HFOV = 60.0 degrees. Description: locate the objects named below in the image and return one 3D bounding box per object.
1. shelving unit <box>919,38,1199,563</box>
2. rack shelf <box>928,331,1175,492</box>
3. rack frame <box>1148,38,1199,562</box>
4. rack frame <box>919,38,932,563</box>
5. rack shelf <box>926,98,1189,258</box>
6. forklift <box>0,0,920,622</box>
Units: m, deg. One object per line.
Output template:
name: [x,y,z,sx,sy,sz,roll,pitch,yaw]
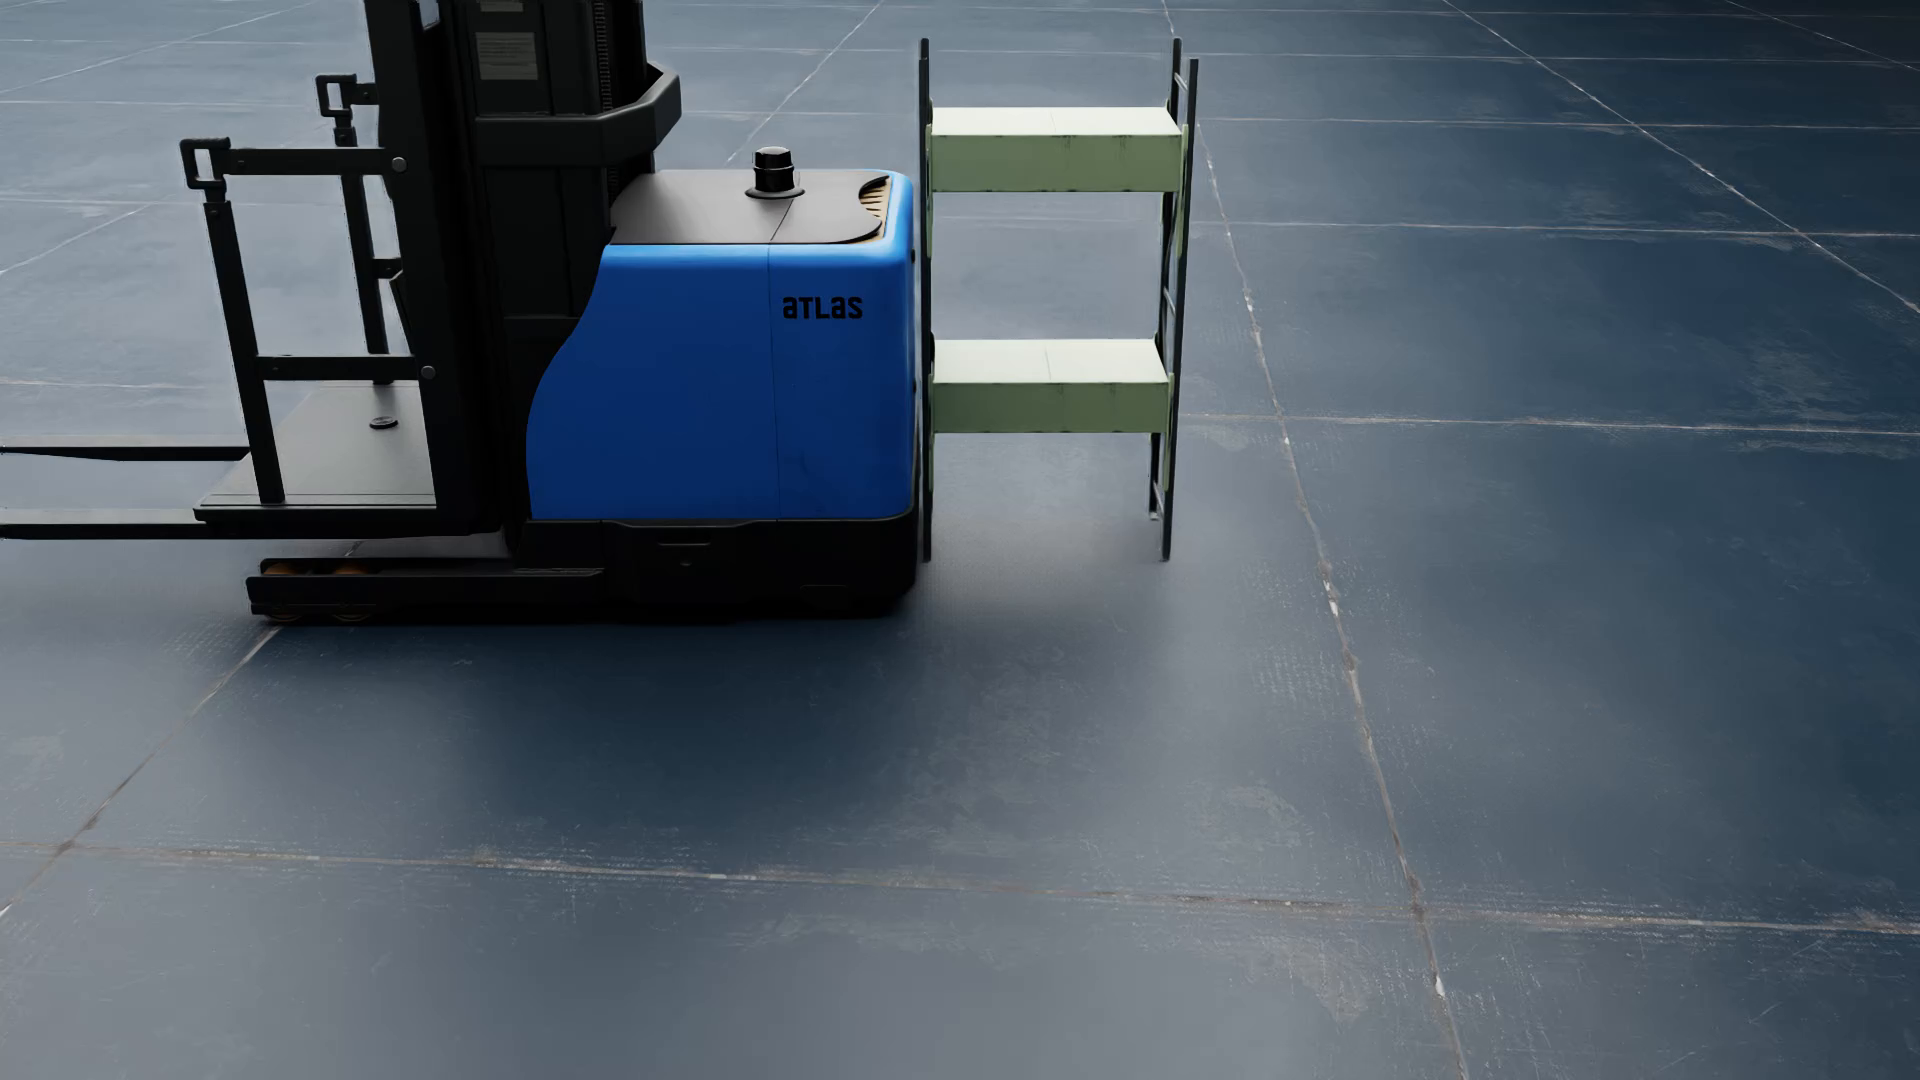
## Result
shelving unit: [0.265,-0.696,4.969,0.755,1.500,0.431,0,25,0]
rack shelf: [0.265,-0.400,5.105,0.720,0.370,0.431,0,25,0]
rack frame: [0.631,-0.697,4.971,0.023,1.500,0.400,0,25,0]
rack frame: [-0.101,-0.695,4.967,0.023,1.500,0.400,0,25,0]
rack shelf: [0.265,-1.051,4.806,0.720,0.370,0.431,0,25,0]
forklift: [-1.647,-1.319,4.610,3.031,2.935,1.130,0,25,0]
